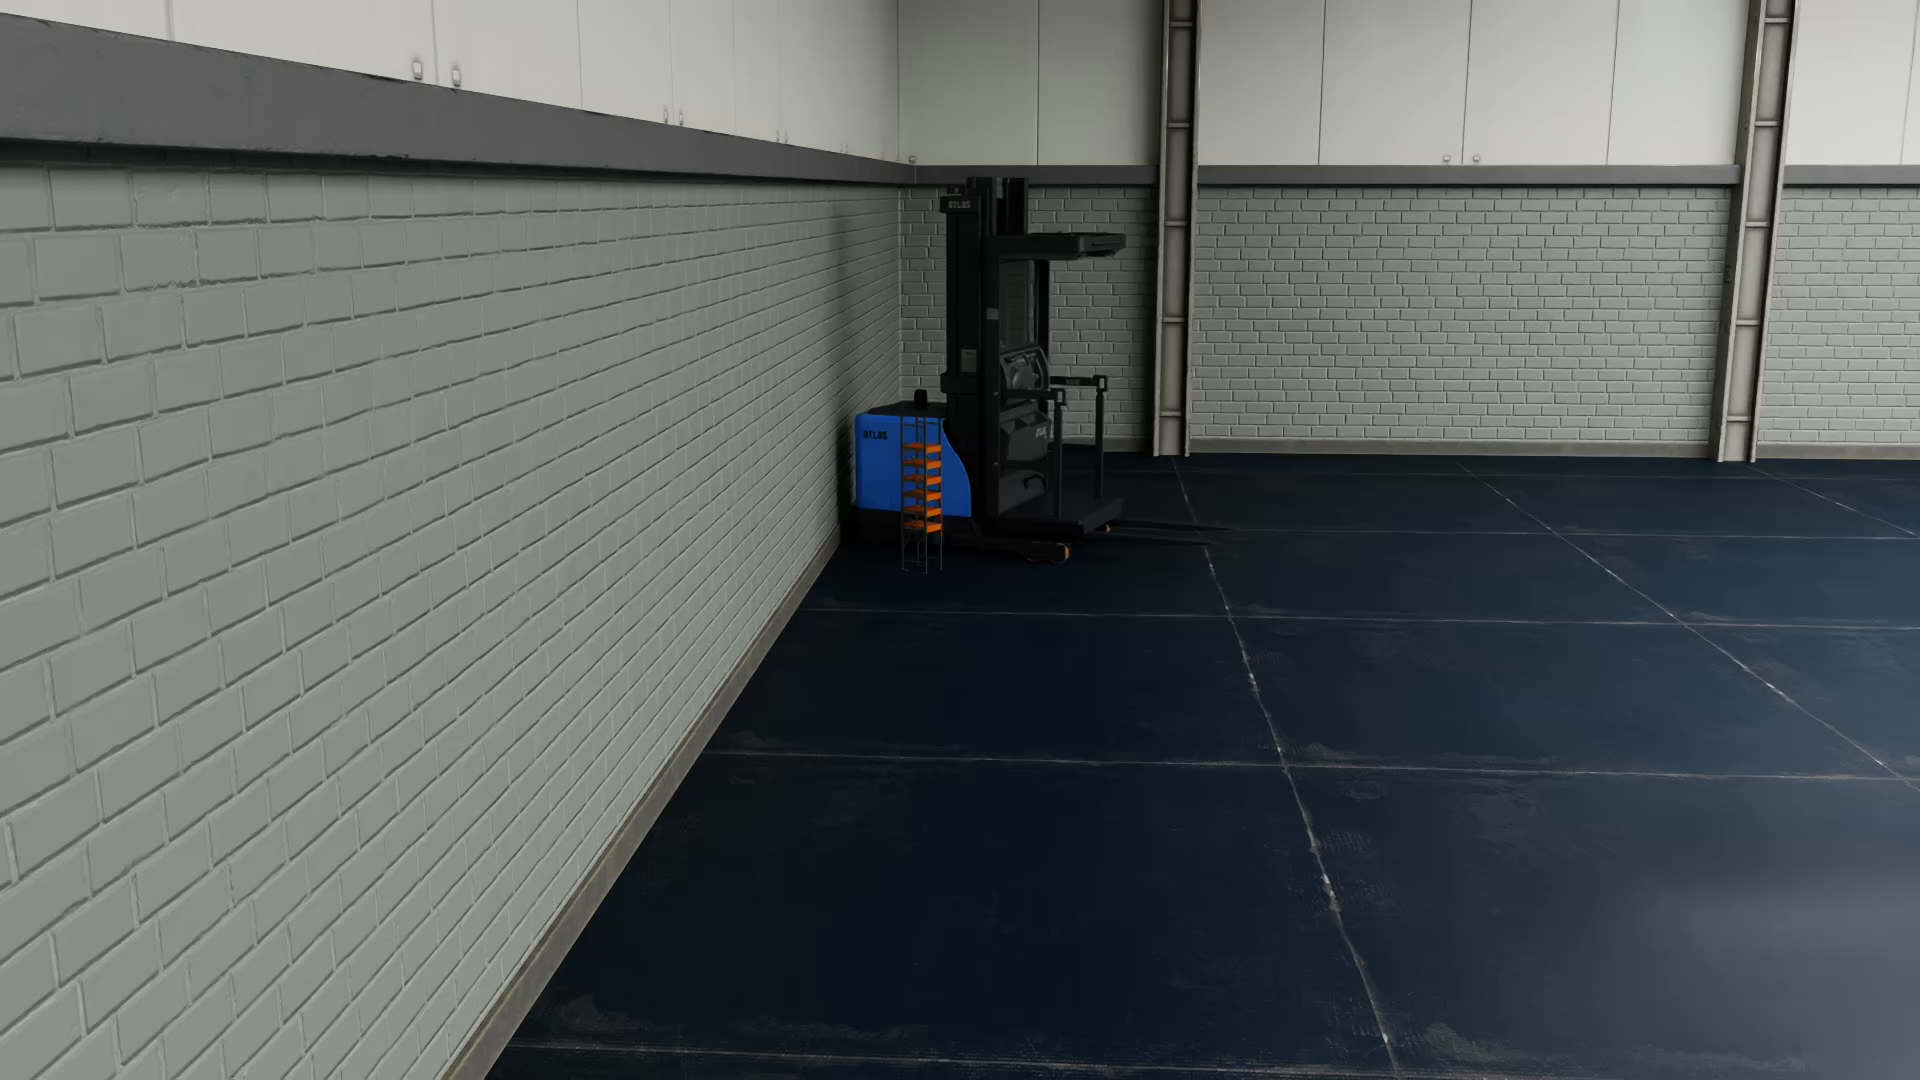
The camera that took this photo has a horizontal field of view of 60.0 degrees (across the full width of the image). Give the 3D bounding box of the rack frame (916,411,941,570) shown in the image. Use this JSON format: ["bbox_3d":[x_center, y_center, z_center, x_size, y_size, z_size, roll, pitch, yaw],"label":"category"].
[{"bbox_3d":[-0.239,-0.375,12.630,0.240,1.200,0.006,9,15,36],"label":"rack frame"}]

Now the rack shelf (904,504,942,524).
[{"bbox_3d":[-0.294,-0.199,12.592,0.258,0.103,0.180,9,15,36],"label":"rack shelf"}]

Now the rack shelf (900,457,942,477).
[{"bbox_3d":[-0.294,-0.551,12.518,0.258,0.103,0.180,9,15,36],"label":"rack shelf"}]

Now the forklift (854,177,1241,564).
[{"bbox_3d":[0.701,-1.369,13.156,3.031,2.935,1.130,5,13,23],"label":"forklift"}]

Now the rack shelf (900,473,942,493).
[{"bbox_3d":[-0.294,-0.434,12.543,0.258,0.103,0.180,9,15,36],"label":"rack shelf"}]

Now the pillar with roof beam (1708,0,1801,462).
[{"bbox_3d":[8.013,-4.390,12.776,0.400,9.000,9.100,1,12,4],"label":"pillar with roof beam"}]

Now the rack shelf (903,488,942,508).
[{"bbox_3d":[-0.294,-0.316,12.568,0.258,0.103,0.180,9,15,36],"label":"rack shelf"}]

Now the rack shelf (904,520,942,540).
[{"bbox_3d":[-0.294,-0.082,12.617,0.258,0.103,0.180,9,15,36],"label":"rack shelf"}]

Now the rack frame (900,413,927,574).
[{"bbox_3d":[-0.349,-0.345,12.487,0.240,1.200,0.006,9,15,36],"label":"rack frame"}]

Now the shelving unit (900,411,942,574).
[{"bbox_3d":[-0.294,-0.360,12.558,0.258,1.200,0.189,9,15,36],"label":"shelving unit"}]

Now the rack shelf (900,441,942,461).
[{"bbox_3d":[-0.294,-0.669,12.494,0.258,0.103,0.180,9,15,36],"label":"rack shelf"}]

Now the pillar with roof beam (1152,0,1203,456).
[{"bbox_3d":[2.026,-4.472,13.169,0.400,9.000,9.100,1,12,4],"label":"pillar with roof beam"}]
